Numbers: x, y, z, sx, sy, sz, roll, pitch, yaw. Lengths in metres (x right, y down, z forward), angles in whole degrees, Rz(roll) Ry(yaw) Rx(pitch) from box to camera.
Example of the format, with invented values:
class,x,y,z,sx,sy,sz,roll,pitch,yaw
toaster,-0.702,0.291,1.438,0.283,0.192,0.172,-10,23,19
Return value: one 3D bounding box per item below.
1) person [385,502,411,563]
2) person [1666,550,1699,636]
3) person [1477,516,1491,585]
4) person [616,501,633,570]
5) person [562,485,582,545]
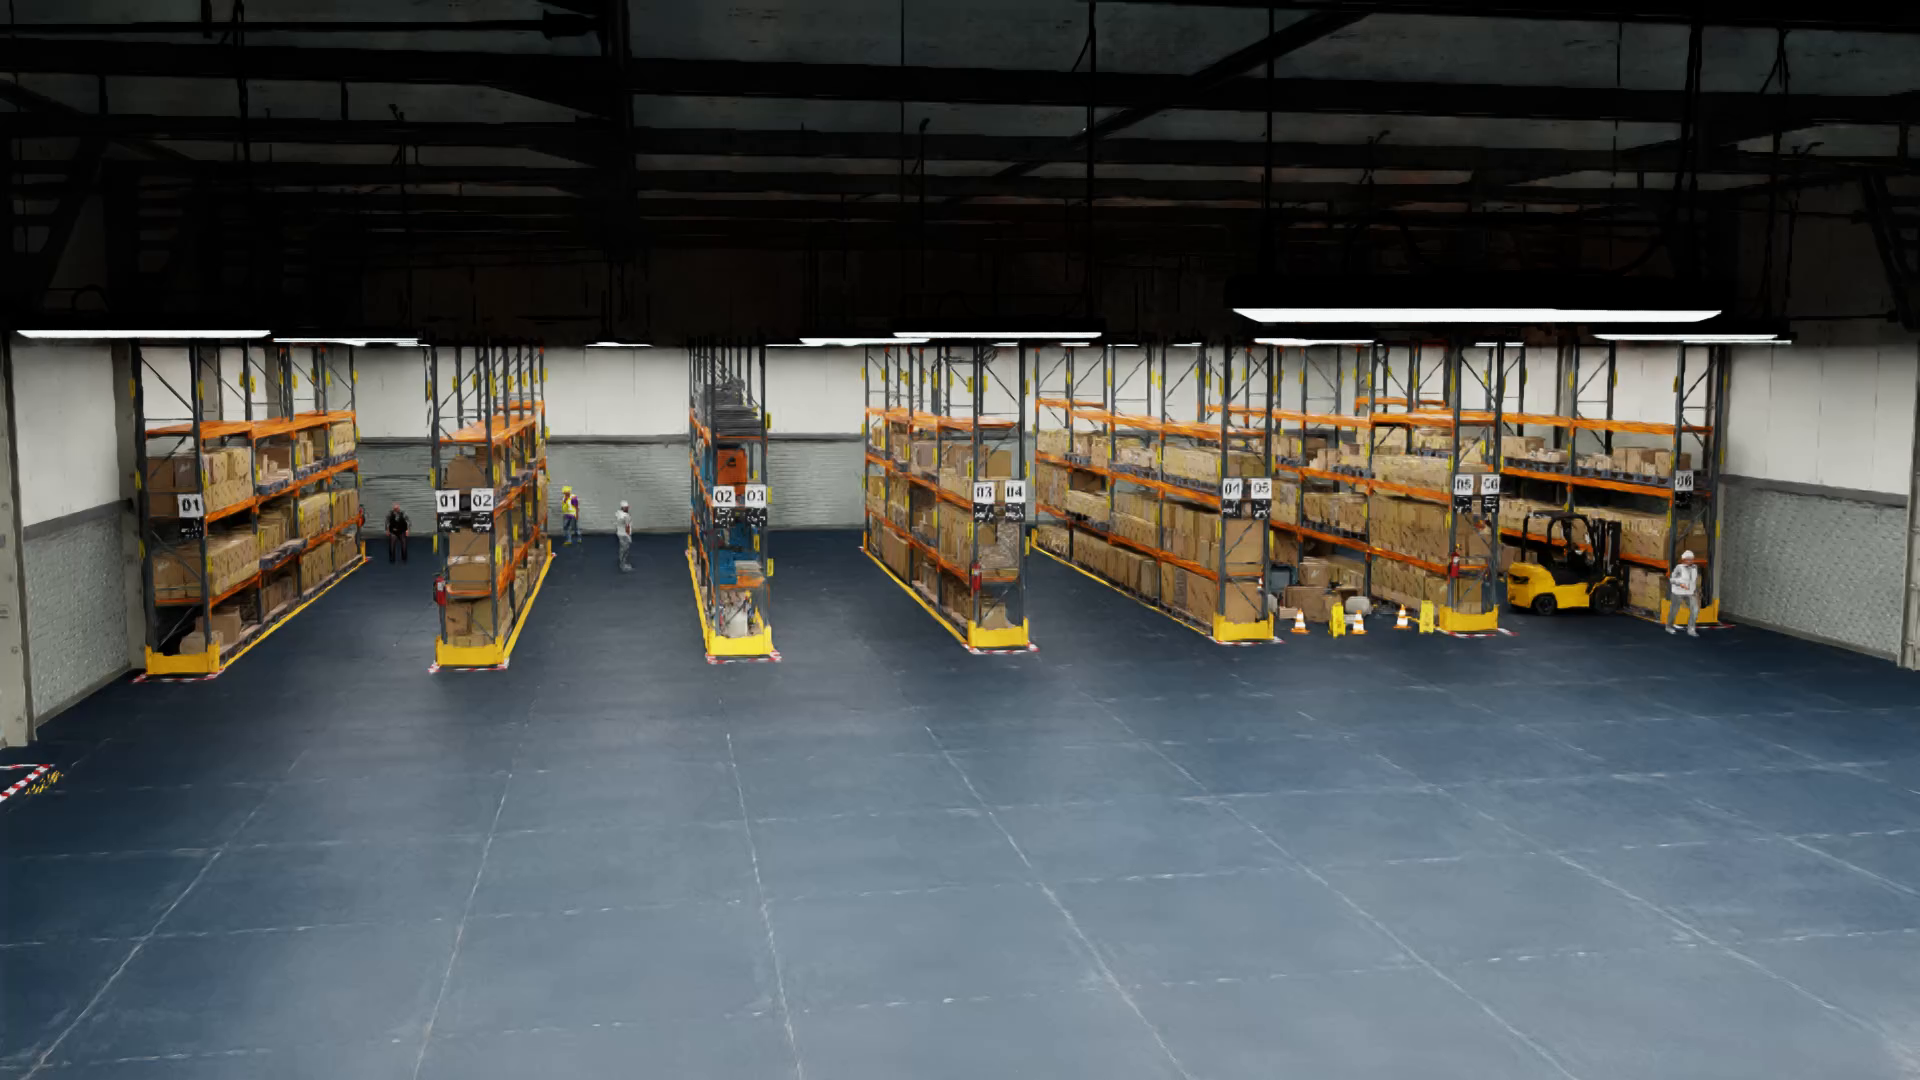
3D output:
class,x,y,z,sx,sy,sz,roll,pitch,yaw
person,-15.027,-0.193,44.480,0.677,1.674,0.534,-2,7,-13
person,14.564,1.046,33.447,0.680,1.709,0.866,-1,7,-5
person,12.767,0.298,40.515,0.575,1.551,0.573,2,7,14
person,-8.706,-0.134,43.252,0.412,1.781,0.656,-4,8,-33
person,-11.422,-0.736,48.853,0.599,1.753,0.574,3,7,26
